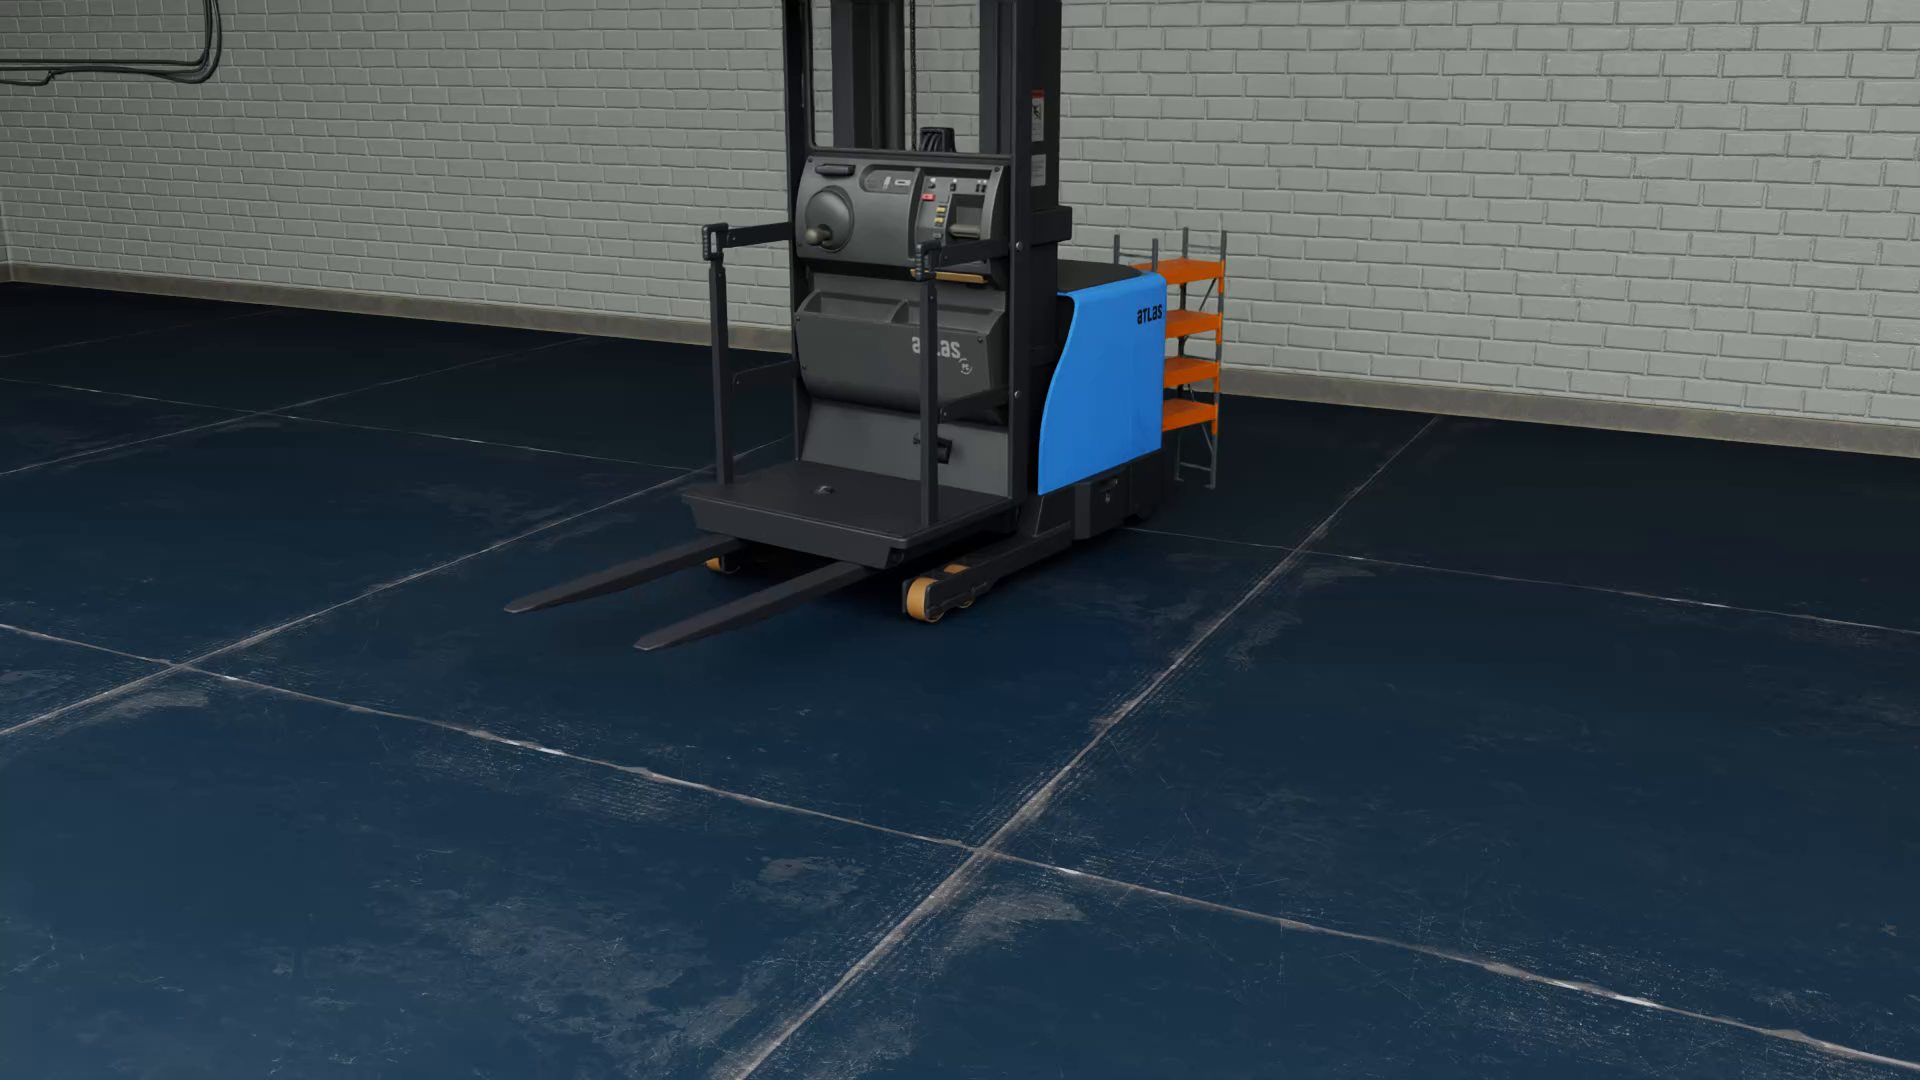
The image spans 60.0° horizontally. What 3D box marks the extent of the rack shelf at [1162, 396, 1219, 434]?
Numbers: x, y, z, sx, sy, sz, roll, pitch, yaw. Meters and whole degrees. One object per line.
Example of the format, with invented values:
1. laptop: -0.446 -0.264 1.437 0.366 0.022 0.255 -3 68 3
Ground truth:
1. rack shelf: 0.943 -0.543 7.678 0.480 0.148 0.258 -15 22 -42

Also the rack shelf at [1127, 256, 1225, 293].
1. rack shelf: 0.944 -1.175 7.492 0.480 0.148 0.258 -15 22 -42

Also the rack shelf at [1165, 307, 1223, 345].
1. rack shelf: 0.944 -0.948 7.559 0.480 0.148 0.258 -15 22 -42

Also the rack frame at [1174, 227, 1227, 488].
1. rack frame: 1.119 -0.846 7.766 0.015 1.200 0.240 -15 22 -42

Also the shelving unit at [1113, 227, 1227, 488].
1. shelving unit: 0.944 -0.798 7.603 0.503 1.200 0.258 -15 22 -42

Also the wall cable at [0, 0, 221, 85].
1. wall cable: -7.126 -4.933 13.281 3.097 2.526 0.112 8 18 25

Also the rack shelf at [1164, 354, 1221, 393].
1. rack shelf: 0.944 -0.734 7.622 0.480 0.148 0.258 -15 22 -42

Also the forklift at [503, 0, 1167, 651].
1. forklift: -0.360 -1.260 6.120 1.130 2.935 3.031 11 20 34

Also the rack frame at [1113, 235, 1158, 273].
1. rack frame: 0.769 -0.750 7.440 0.015 1.200 0.240 -15 22 -42
